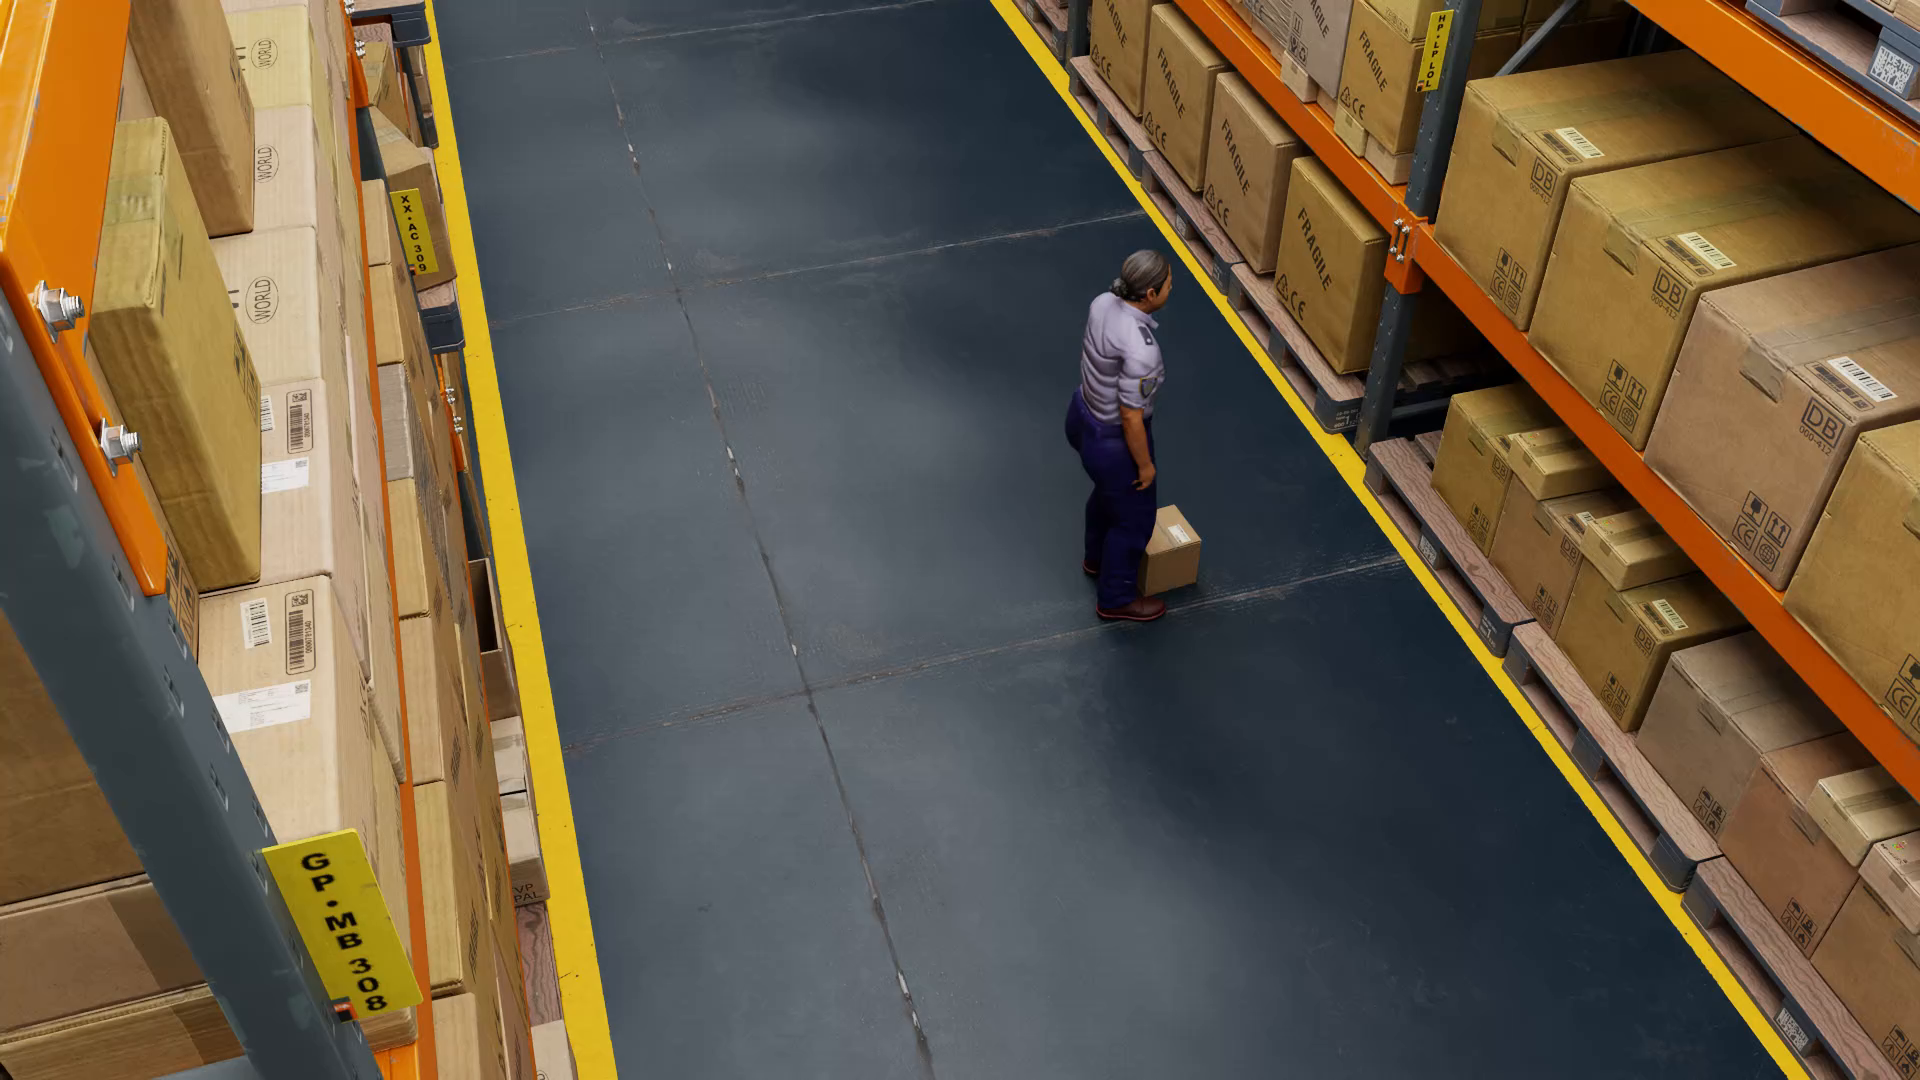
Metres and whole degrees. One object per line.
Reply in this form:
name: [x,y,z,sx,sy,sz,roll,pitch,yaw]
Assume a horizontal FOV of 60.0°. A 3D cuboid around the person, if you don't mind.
person: [0.653,-0.420,6.626,0.419,1.651,0.537,-12,44,-13]
